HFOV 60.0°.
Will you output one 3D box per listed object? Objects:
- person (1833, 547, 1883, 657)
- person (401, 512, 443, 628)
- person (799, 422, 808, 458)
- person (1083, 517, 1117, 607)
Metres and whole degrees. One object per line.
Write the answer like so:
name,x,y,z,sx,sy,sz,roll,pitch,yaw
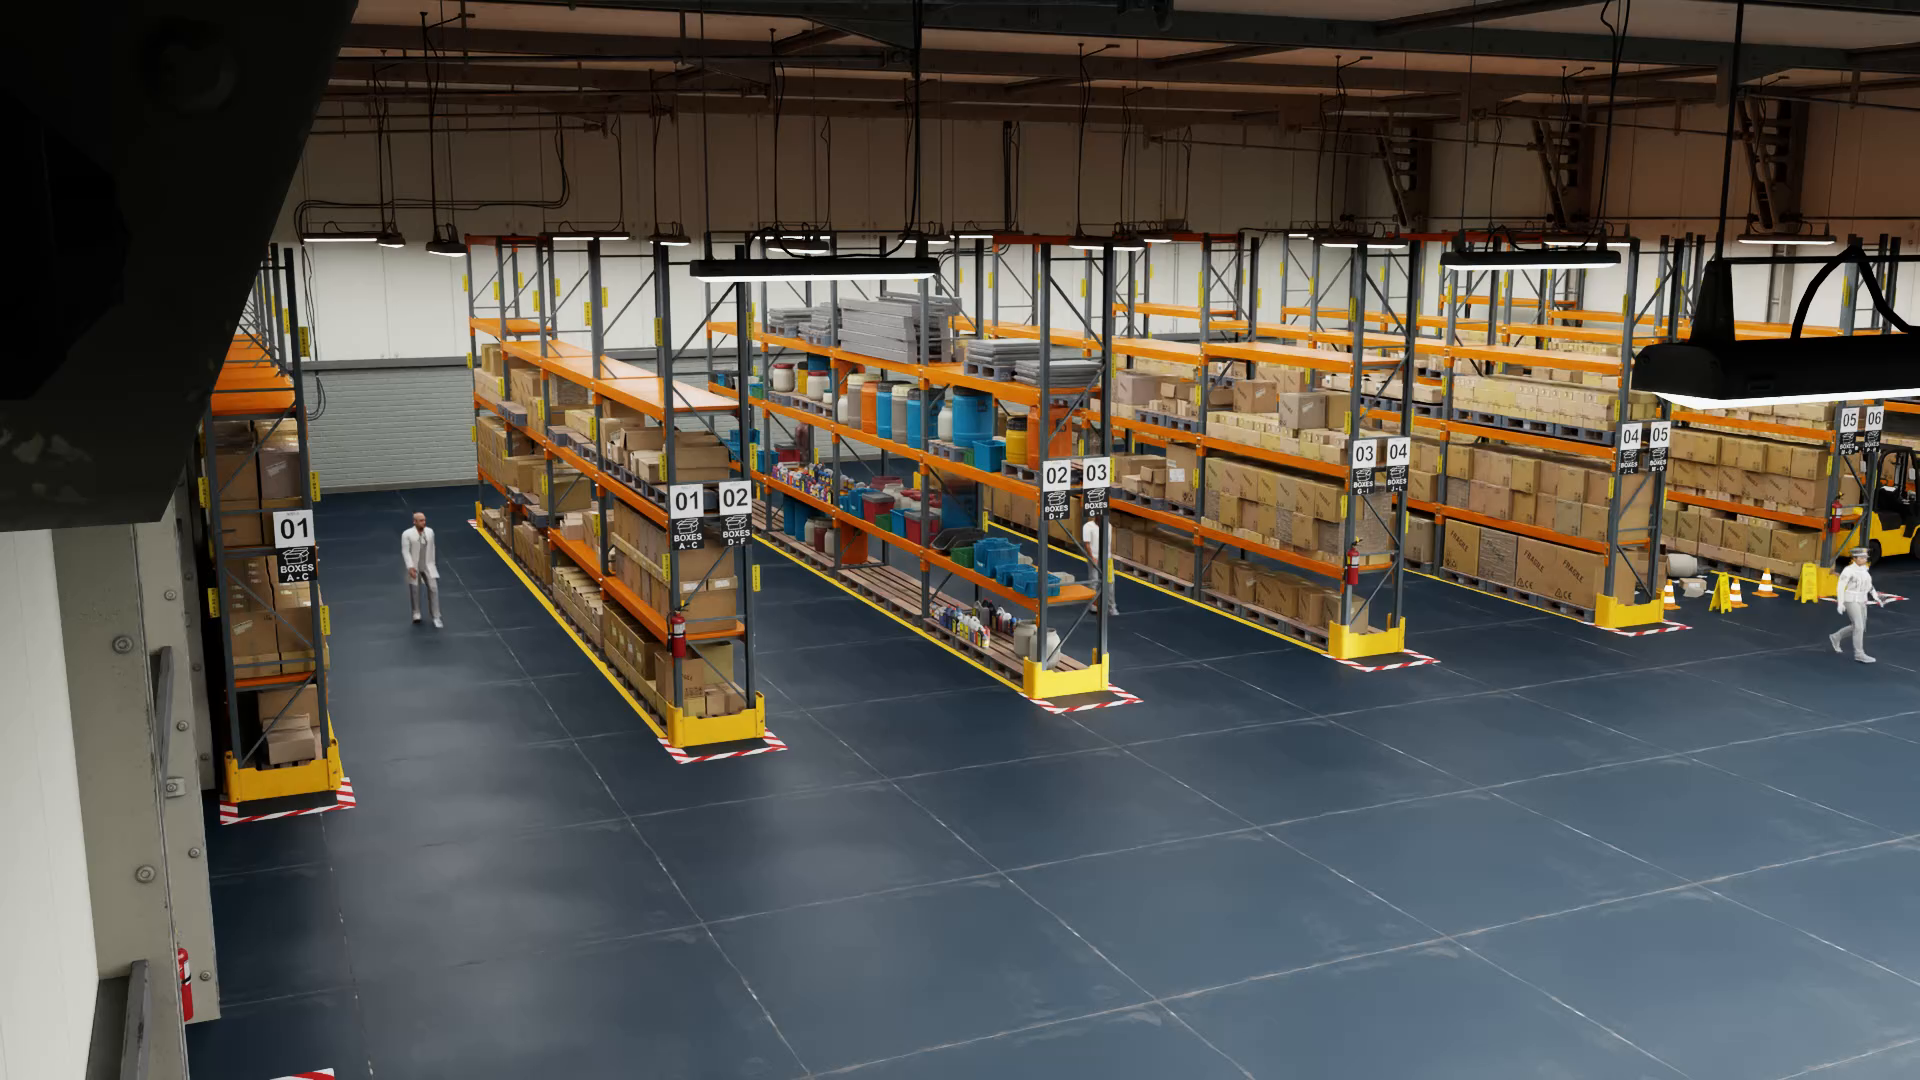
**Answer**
person,12.960,0.868,24.113,0.594,1.600,0.580,-7,13,-31
person,-8.483,0.470,26.151,0.562,1.823,0.842,-6,13,-30
person,-3.687,-2.447,39.218,0.430,1.053,0.570,-1,11,-4
person,2.261,0.293,26.870,0.570,1.636,0.525,-4,12,-22
